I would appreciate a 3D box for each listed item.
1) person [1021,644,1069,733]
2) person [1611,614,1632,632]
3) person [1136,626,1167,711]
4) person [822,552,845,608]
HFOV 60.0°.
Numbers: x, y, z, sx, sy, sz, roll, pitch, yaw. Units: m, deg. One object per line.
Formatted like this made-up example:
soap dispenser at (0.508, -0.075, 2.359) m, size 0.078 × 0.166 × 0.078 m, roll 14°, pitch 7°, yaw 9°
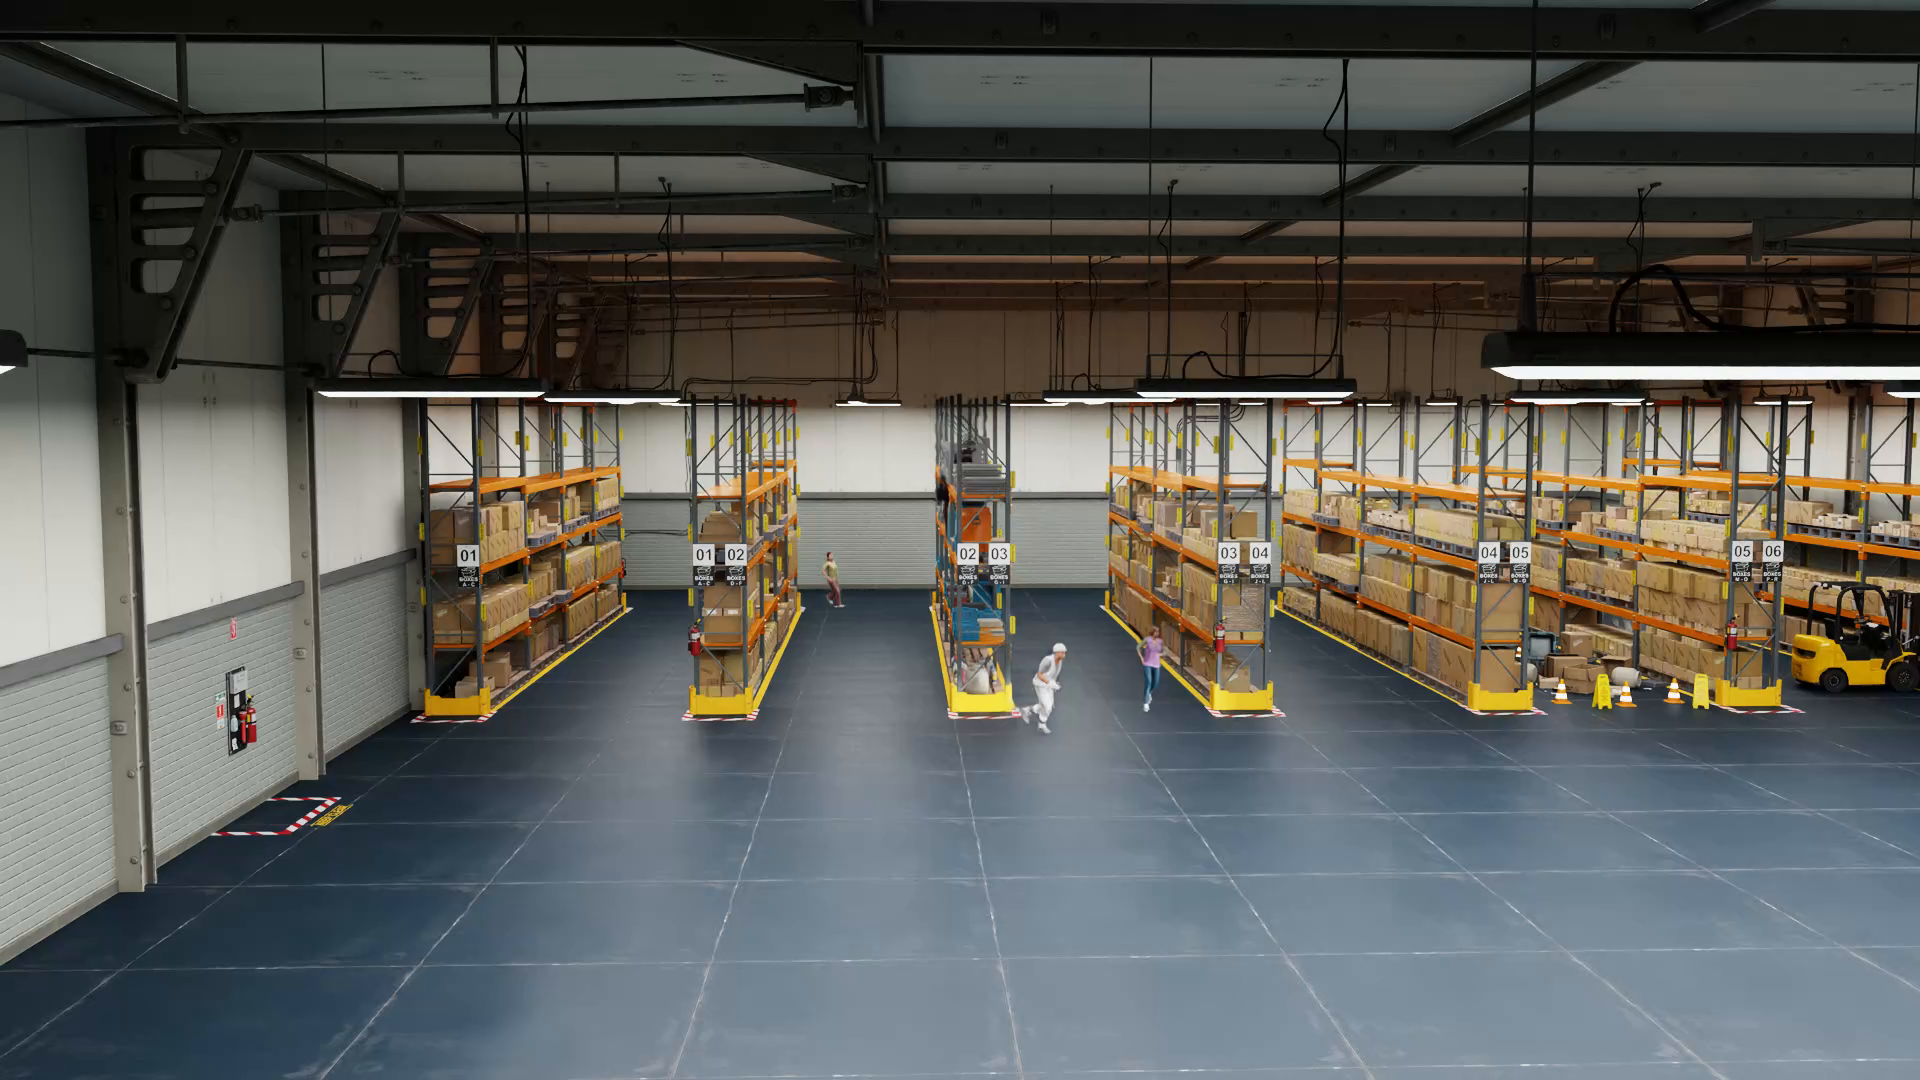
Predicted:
person at (1.506, 2.614, 29.478) m, size 0.944 × 1.626 × 0.663 m, roll 3°, pitch 5°, yaw 34°
person at (16.404, 1.596, 41.195) m, size 0.656 × 1.828 × 0.705 m, roll 0°, pitch 5°, yaw -5°
person at (3.686, 2.436, 31.952) m, size 0.576 × 1.588 × 0.855 m, roll -1°, pitch 5°, yaw -15°
person at (-3.730, 1.150, 47.870) m, size 0.672 × 1.605 × 0.642 m, roll 3°, pitch 6°, yaw 36°
